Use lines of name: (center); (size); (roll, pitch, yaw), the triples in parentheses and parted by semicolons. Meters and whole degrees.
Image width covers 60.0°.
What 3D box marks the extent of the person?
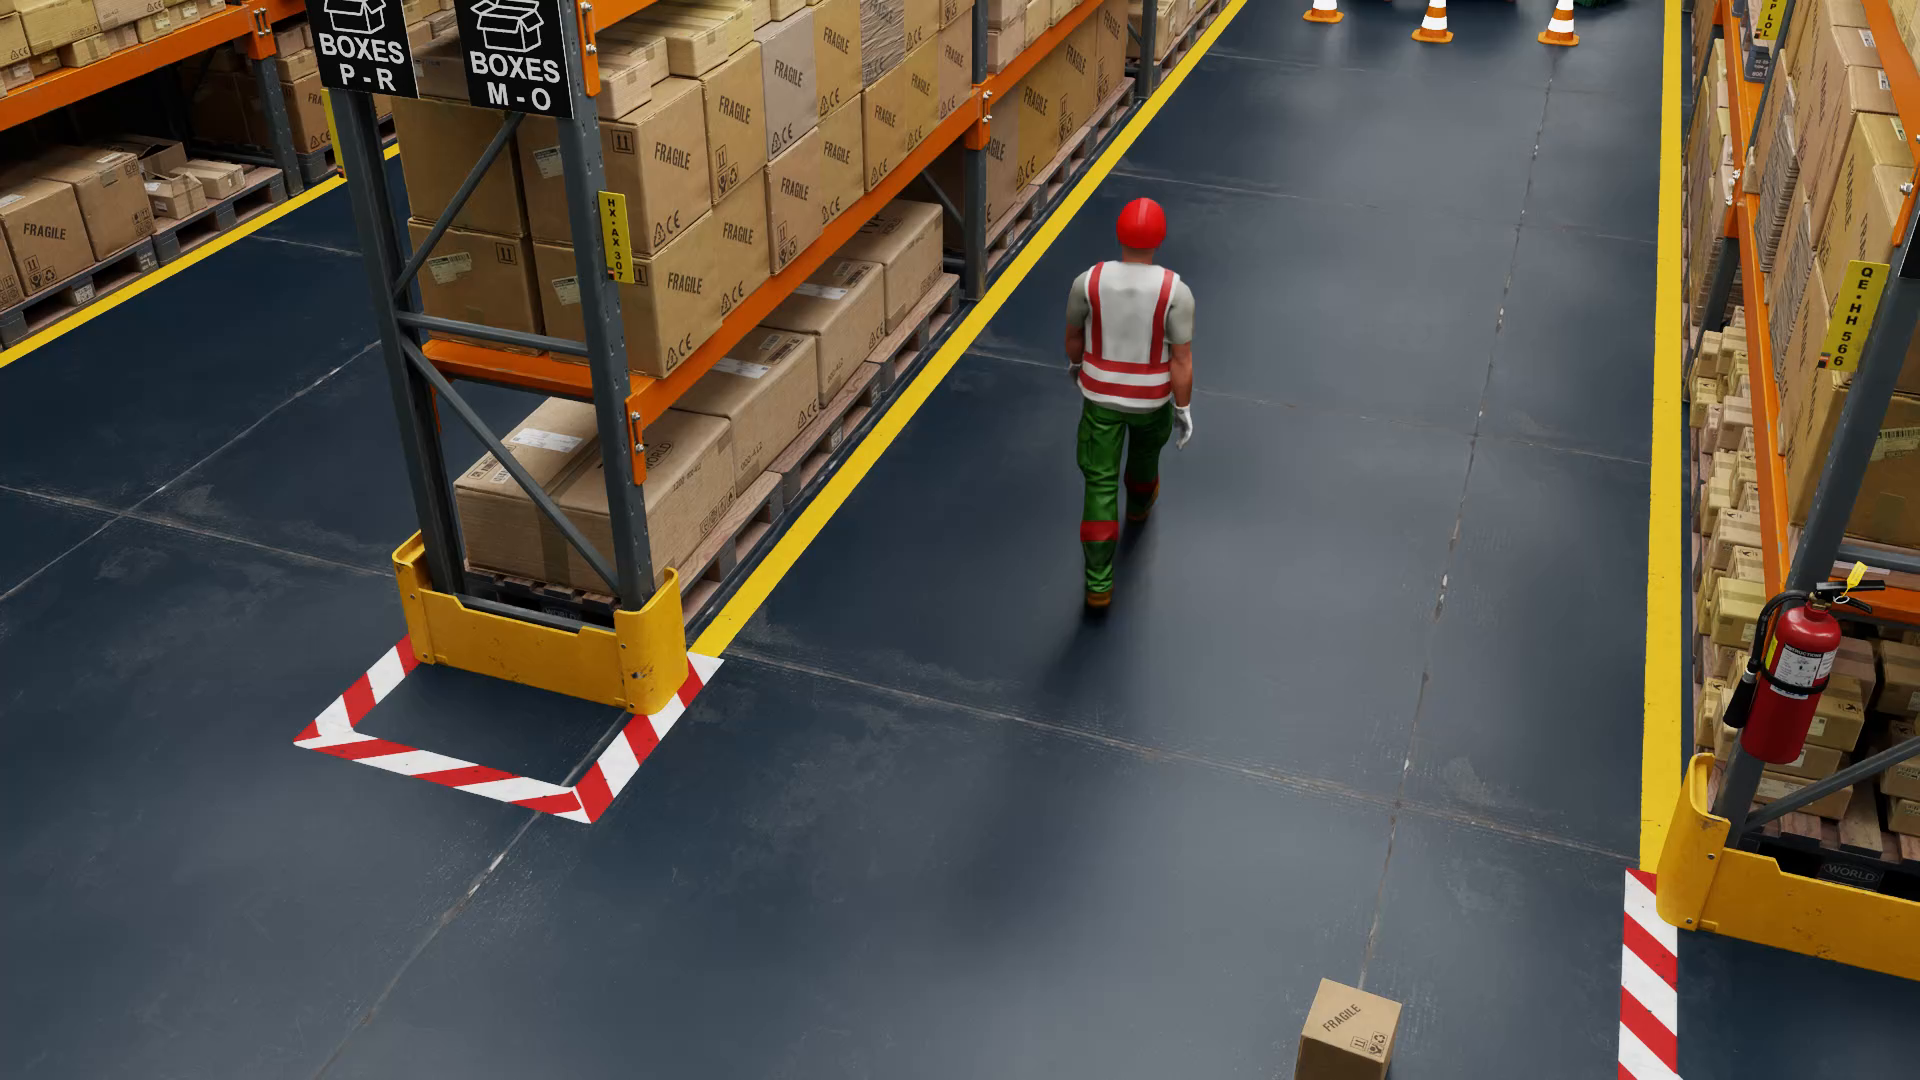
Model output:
person: (0.724, -0.667, 7.155); (0.569, 1.734, 1.108); (4, 33, 6)
